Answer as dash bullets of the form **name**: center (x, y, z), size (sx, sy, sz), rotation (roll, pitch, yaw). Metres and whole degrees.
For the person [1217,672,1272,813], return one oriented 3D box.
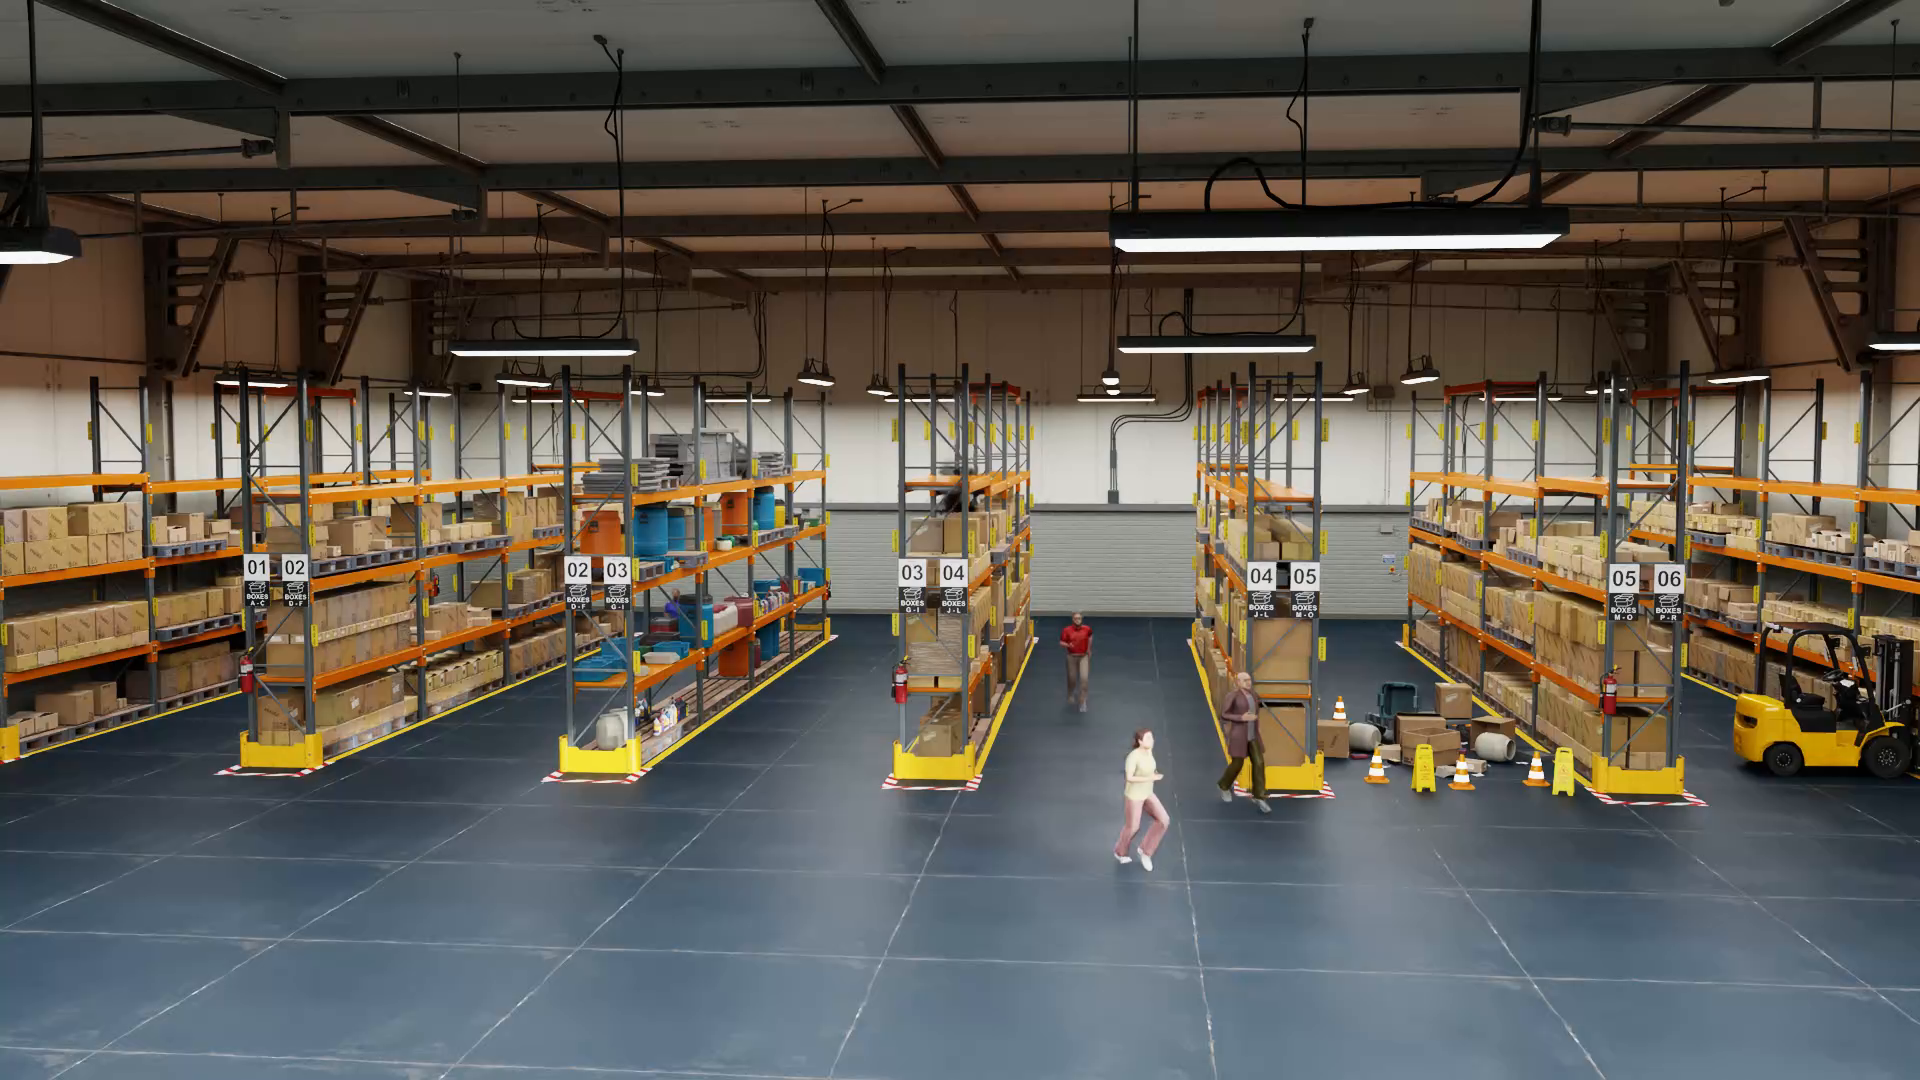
- **person**: center (3.779, 2.677, 22.226), size (0.710, 1.827, 0.917), rotation (-2, 4, -26)

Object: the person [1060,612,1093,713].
- **person**: center (2.109, 2.195, 30.146), size (0.617, 1.788, 0.882), rotation (0, 4, 0)

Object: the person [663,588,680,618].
- **person**: center (-6.139, 1.866, 36.040), size (0.569, 1.627, 0.655), rotation (0, 4, 0)

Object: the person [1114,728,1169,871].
- **person**: center (2.048, 2.944, 19.012), size (0.605, 1.647, 0.777), rotation (-4, 5, -44)
